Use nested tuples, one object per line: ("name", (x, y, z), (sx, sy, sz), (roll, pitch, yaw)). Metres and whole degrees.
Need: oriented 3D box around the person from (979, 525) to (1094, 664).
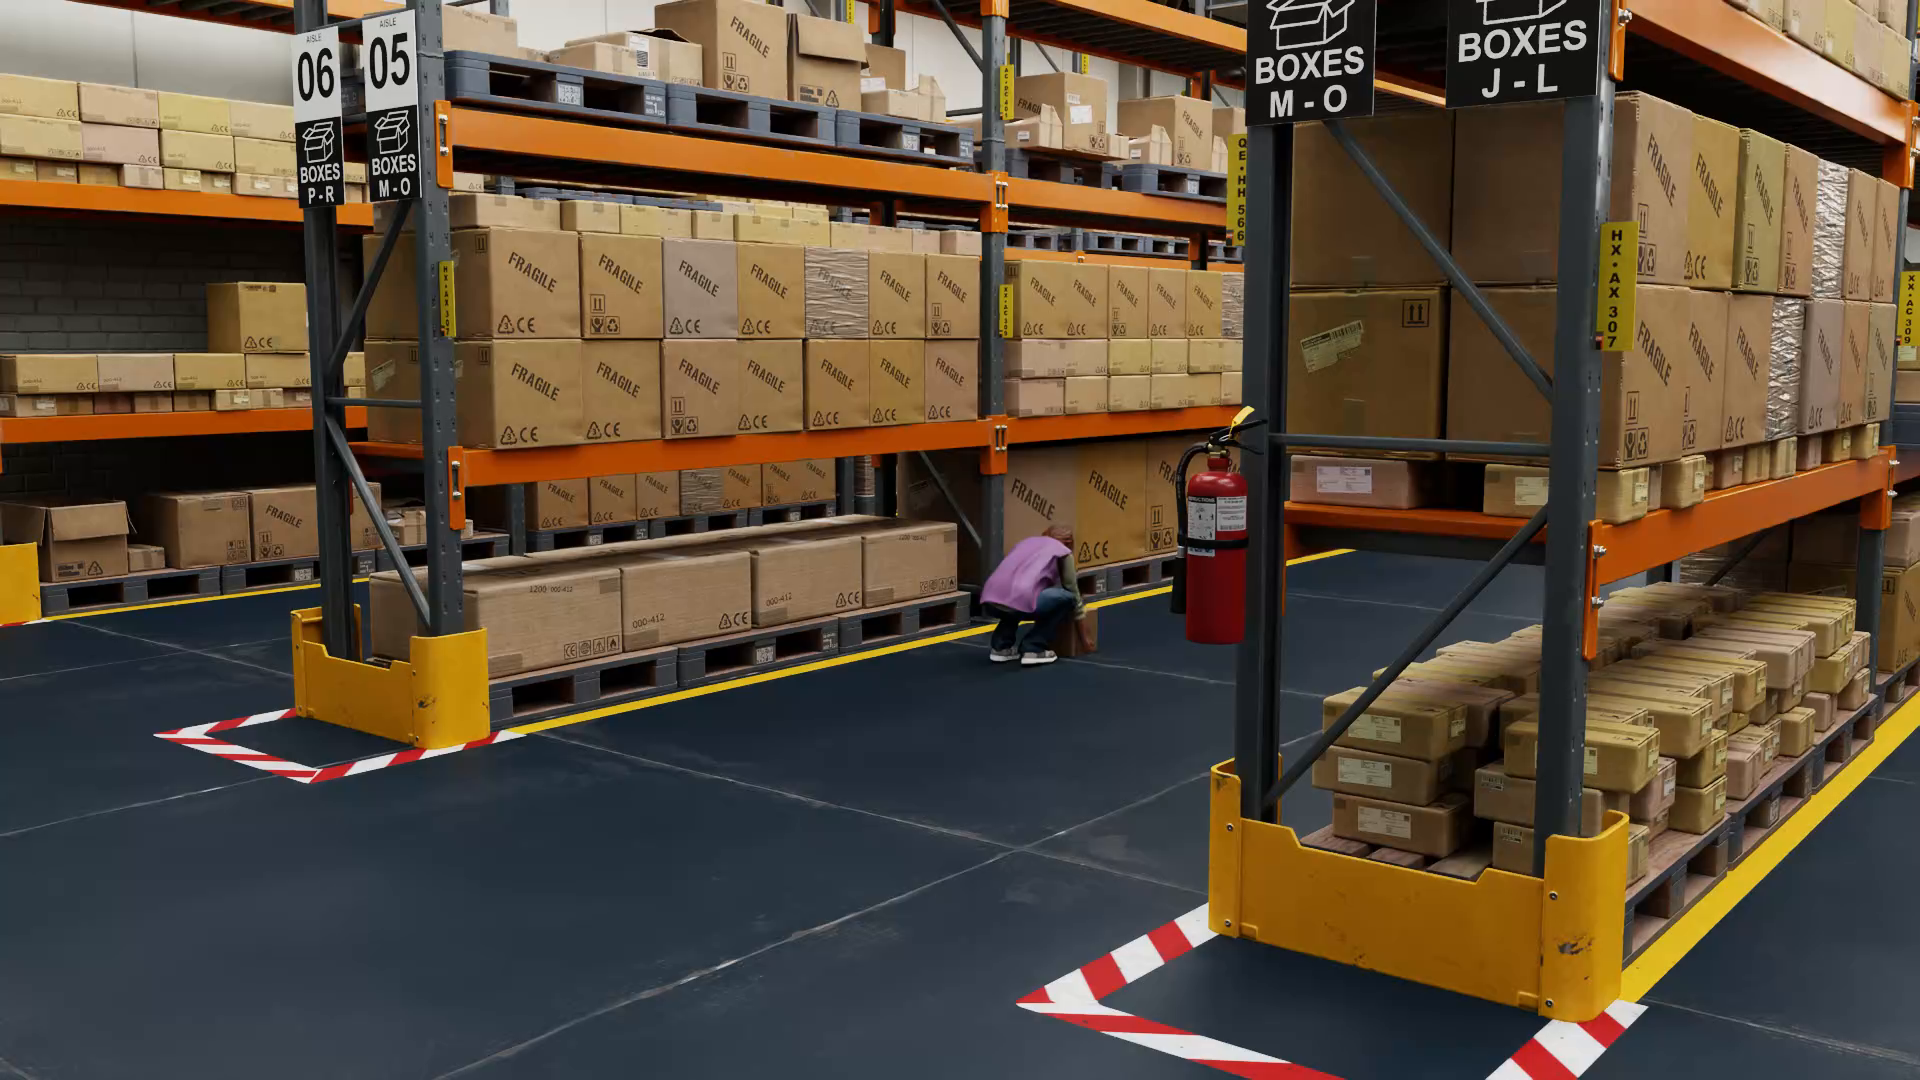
("person", (0.420, 0.326, 9.389), (0.433, 0.769, 0.811), (5, 9, 38))
